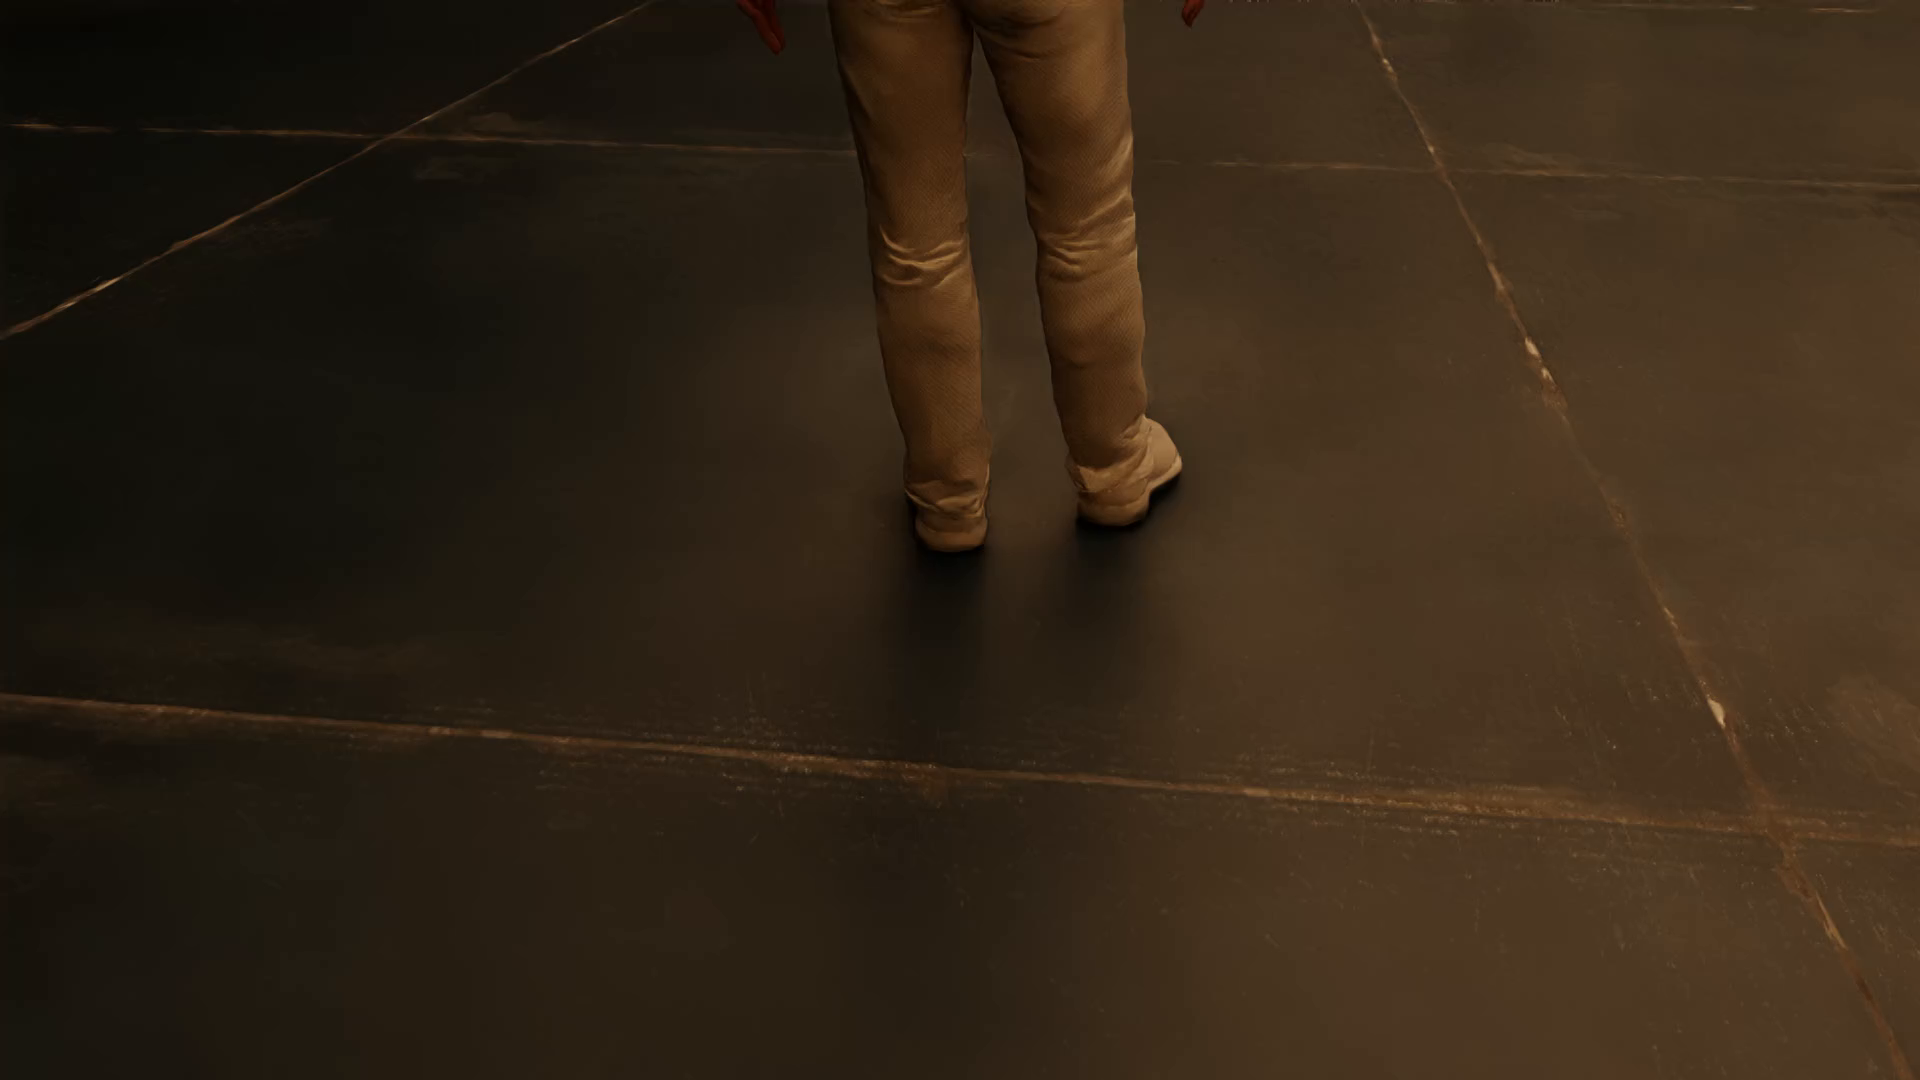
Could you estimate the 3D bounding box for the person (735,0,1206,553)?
[{"bbox_3d":[0.014,-0.824,2.165,0.665,1.760,0.576,3,27,7],"label":"person"}]
